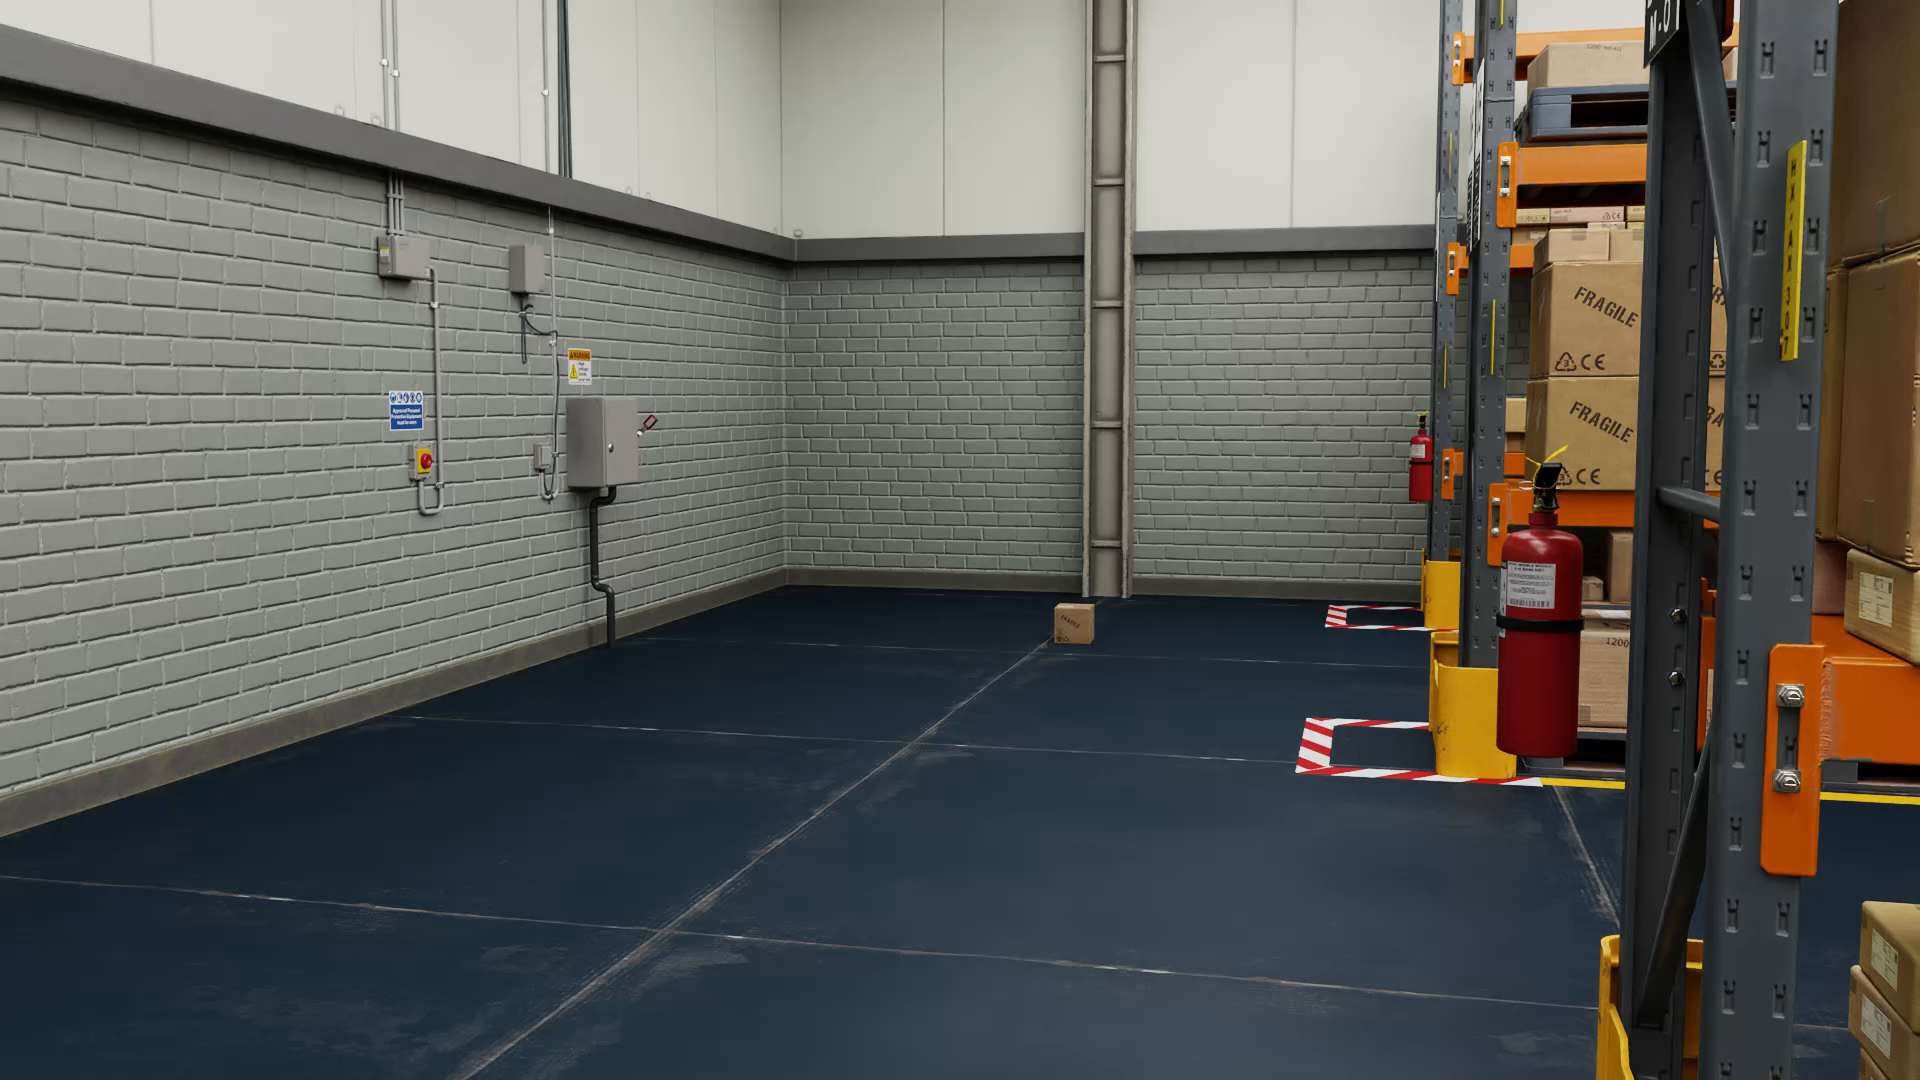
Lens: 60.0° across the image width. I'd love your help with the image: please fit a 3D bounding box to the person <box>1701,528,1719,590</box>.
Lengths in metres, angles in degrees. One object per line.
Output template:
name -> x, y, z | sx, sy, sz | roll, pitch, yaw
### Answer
person -> 4.282, 0.082, 9.586 | 0.916, 1.559, 0.434 | 2, 5, 26
